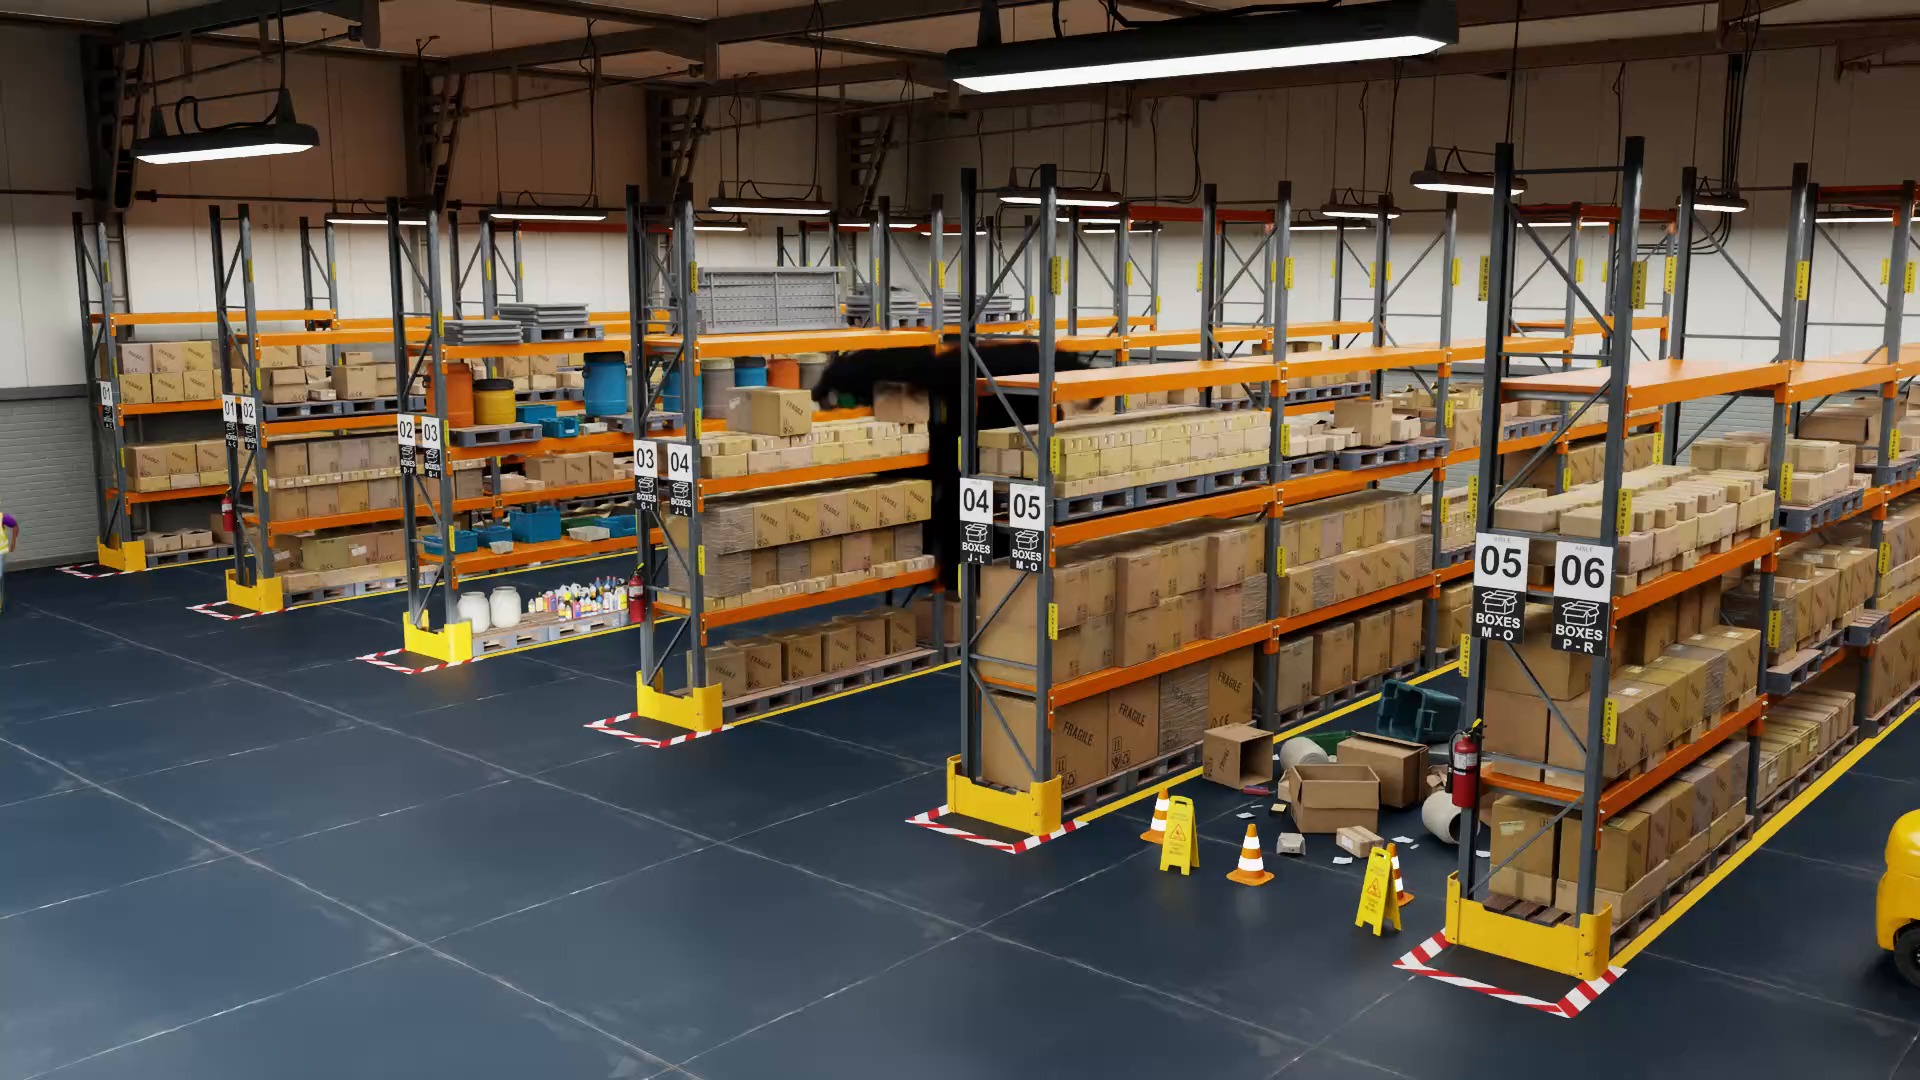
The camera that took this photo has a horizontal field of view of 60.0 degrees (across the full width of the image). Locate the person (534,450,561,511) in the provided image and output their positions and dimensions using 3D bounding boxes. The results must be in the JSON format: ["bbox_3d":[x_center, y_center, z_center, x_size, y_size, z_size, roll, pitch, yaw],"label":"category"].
[{"bbox_3d":[-7.950,-0.991,32.163,0.562,1.689,0.685,5,11,26],"label":"person"}]

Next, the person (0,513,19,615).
[{"bbox_3d":[-14.427,0.223,24.815,0.711,1.768,0.908,-4,10,-21],"label":"person"}]

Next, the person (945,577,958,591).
[{"bbox_3d":[-0.153,0.080,24.719,0.694,1.619,0.909,4,10,24],"label":"person"}]
